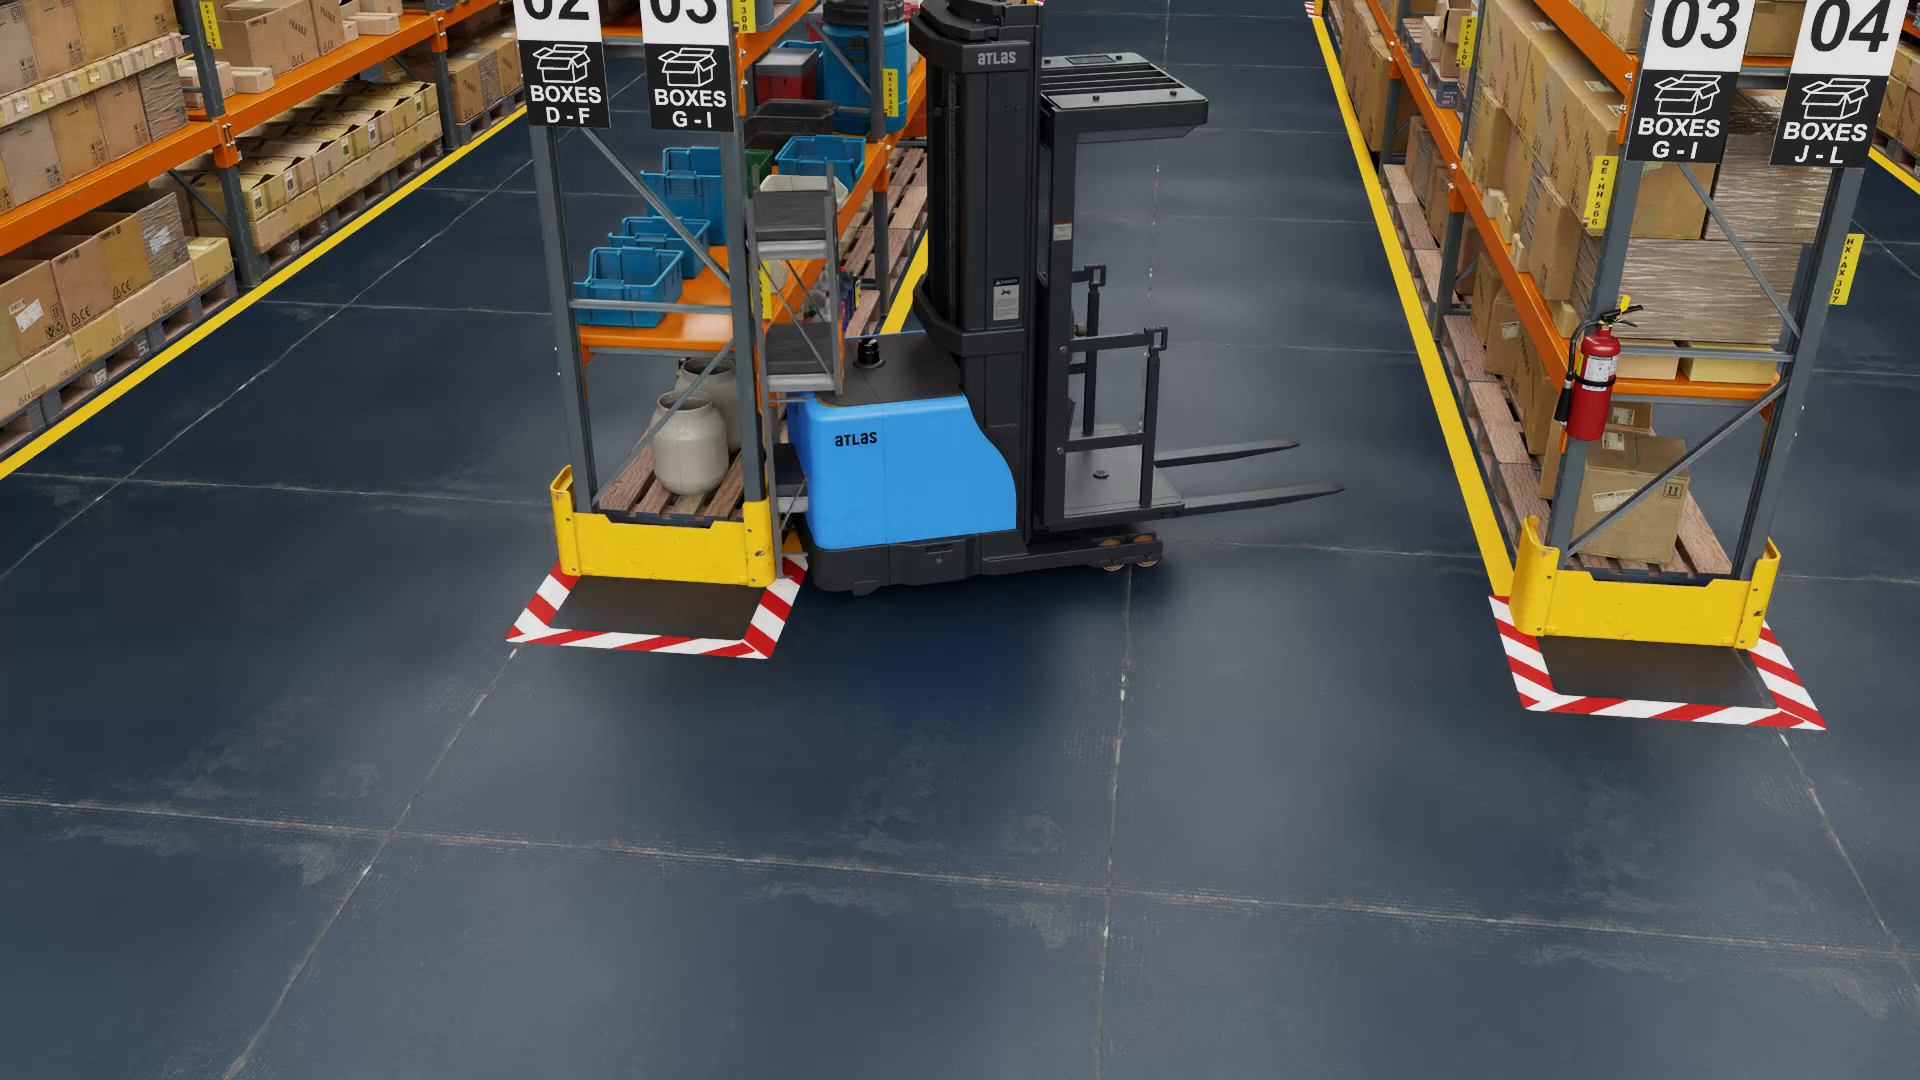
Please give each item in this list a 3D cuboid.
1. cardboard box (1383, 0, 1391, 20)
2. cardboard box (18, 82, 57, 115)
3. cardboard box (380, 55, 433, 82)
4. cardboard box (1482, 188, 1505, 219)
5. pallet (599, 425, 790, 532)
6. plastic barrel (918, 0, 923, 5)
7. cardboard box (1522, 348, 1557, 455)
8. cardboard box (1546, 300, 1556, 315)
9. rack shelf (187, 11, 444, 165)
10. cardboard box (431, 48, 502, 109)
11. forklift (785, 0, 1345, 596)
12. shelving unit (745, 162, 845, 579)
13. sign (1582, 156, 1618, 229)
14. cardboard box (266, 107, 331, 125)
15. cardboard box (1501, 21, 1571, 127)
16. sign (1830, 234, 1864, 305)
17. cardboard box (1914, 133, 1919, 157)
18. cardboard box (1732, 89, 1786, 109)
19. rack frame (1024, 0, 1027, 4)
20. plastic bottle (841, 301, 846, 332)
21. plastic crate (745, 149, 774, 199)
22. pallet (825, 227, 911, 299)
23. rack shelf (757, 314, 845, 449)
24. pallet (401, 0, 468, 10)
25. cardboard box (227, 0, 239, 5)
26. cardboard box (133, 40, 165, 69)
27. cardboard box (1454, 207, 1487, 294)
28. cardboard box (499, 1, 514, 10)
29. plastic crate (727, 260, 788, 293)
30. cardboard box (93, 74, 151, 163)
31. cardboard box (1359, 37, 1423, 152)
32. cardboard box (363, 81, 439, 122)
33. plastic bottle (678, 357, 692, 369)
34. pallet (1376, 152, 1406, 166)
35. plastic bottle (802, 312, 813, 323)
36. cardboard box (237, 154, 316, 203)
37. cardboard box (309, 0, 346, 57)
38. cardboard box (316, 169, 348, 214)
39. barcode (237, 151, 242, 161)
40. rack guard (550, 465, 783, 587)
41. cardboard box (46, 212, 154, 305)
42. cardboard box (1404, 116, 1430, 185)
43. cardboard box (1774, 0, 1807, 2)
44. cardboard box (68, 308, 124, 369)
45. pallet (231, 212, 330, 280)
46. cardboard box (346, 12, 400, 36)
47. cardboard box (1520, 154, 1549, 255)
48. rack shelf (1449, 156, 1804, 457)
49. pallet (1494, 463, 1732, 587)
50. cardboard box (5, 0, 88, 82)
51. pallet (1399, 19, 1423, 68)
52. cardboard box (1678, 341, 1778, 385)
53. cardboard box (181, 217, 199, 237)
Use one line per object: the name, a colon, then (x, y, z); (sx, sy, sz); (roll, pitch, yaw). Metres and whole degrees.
cardboard box: (4.261, -5.147, 15.536); (0.500, 0.500, 0.500); (3, 28, 6)
cardboard box: (-5.950, -2.783, 10.464); (0.380, 0.149, 0.250); (4, 29, 8)
cardboard box: (-5.570, -4.747, 17.070); (0.500, 0.500, 0.500); (4, 29, 8)
cardboard box: (3.425, -2.075, 10.204); (0.380, 0.149, 0.250); (3, 28, 6)
pallet: (-1.449, -0.337, 9.653); (1.003, 0.211, 1.213); (3, 28, 6)
plastic barrel: (-0.451, -4.463, 14.253); (0.421, 0.512, 0.421); (0, 28, 0)
cardboard box: (3.627, -0.811, 9.785); (0.500, 0.500, 0.500); (6, 29, 11)
cardboard box: (3.286, -1.247, 8.667); (0.380, 0.149, 0.250); (3, 28, 6)
rack shelf: (-5.697, -3.941, 14.162); (1.077, 0.370, 4.000); (3, 28, 6)
cardboard box: (-5.054, -4.737, 17.052); (0.500, 0.500, 0.500); (2, 28, 4)
forklift: (0.610, -1.362, 8.687); (3.031, 2.935, 1.130); (-7, 29, -12)
shelving unit: (-0.800, -0.826, 8.515); (0.431, 2.100, 0.503); (-2, 32, -2)
sign: (2.851, -1.547, 7.405); (0.100, 0.325, 0.005); (3, 28, 6)
cardboard box: (-5.928, -3.704, 14.827); (0.500, 0.311, 0.500); (3, 28, 5)
cardboard box: (3.460, -2.687, 9.601); (0.500, 0.500, 0.500); (3, 28, 6)
sign: (3.937, -1.206, 7.413); (0.100, 0.325, 0.005); (3, 28, 6)
cardboard box: (9.111, -3.696, 15.140); (0.500, 0.500, 0.500); (3, 28, 6)
cardboard box: (3.805, -1.950, 8.233); (0.500, 0.500, 0.500); (3, 28, 6)
rack frame: (0.444, -8.676, 22.191); (1.000, 3.000, 0.127); (3, 28, 6)
plastic bottle: (-0.822, -1.536, 11.338); (0.061, 0.283, 0.133); (5, 29, 10)
plastic crate: (-1.473, -2.311, 10.601); (0.450, 0.188, 0.662); (3, 28, 6)
pallet: (-0.969, -2.171, 13.058); (1.003, 0.211, 1.213); (3, 28, 6)
rack shelf: (-0.800, -0.814, 8.522); (0.431, 0.518, 0.480); (-2, 32, -2)
pallet: (-5.439, -5.438, 16.384); (1.213, 0.211, 1.003); (3, 28, 6)
cardboard box: (-9.621, -7.035, 21.339); (0.700, 0.500, 0.500); (3, 28, 6)
cardboard box: (-5.795, -3.390, 11.590); (0.380, 0.149, 0.250); (3, 28, 5)
cardboard box: (3.986, -2.120, 12.195); (0.700, 0.500, 0.500); (1, 28, 2)
cardboard box: (-5.263, -5.962, 19.326); (0.500, 0.500, 0.500); (2, 28, 4)
plastic crate: (-1.088, -1.431, 9.021); (0.298, 0.136, 0.250); (3, 28, 6)
cardboard box: (-6.048, -2.903, 11.370); (0.700, 0.500, 0.500); (3, 28, 6)
cardboard box: (4.484, -4.195, 15.672); (1.225, 0.875, 0.875); (2, 28, 4)
cardboard box: (-5.272, -4.160, 15.674); (0.500, 0.311, 0.500); (4, 29, 8)
plastic bottle: (-1.731, -1.088, 10.507); (0.061, 0.283, 0.133); (4, 29, 7)
pallet: (4.551, -3.761, 16.009); (1.003, 0.211, 1.213); (3, 28, 6)
plastic bottle: (-1.012, -1.392, 11.072); (0.061, 0.283, 0.133); (3, 28, 6)
cardboard box: (-5.578, -2.953, 13.434); (0.500, 0.311, 0.500); (3, 28, 6)
cardboard box: (-5.641, -4.453, 14.247); (0.500, 0.500, 0.500); (2, 28, 3)
cardboard box: (-5.522, -2.951, 14.022); (0.500, 0.250, 0.500); (3, 28, 5)
barcode: (-5.498, -2.929, 12.683); (0.001, 0.075, 0.075); (3, 28, 6)
rack guard: (-1.554, -0.082, 8.876); (1.175, 0.500, 0.348); (3, 28, 6)
cardboard box: (-5.912, -1.920, 11.317); (0.500, 0.500, 0.500); (3, 28, 6)
cardboard box: (4.317, -3.399, 14.568); (0.700, 0.500, 0.500); (2, 28, 4)
cardboard box: (3.662, -2.403, 7.122); (0.380, 0.149, 0.250); (3, 28, 6)
cardboard box: (-5.960, -1.354, 11.057); (0.500, 0.250, 0.500); (3, 28, 6)
pallet: (-5.891, -2.438, 13.553); (1.003, 0.211, 1.213); (3, 28, 6)
cardboard box: (-5.288, -4.650, 14.983); (0.380, 0.149, 0.250); (3, 28, 6)
cardboard box: (3.540, -1.764, 8.942); (0.875, 0.500, 0.500); (3, 28, 6)
rack shelf: (3.644, -1.481, 9.595); (1.077, 0.370, 4.000); (3, 28, 6)
pallet: (3.543, -0.045, 9.111); (1.003, 0.211, 1.213); (3, 28, 6)
cardboard box: (-6.113, -3.249, 10.645); (0.700, 0.500, 0.500); (3, 28, 6)
pallet: (4.398, -4.196, 14.078); (1.213, 0.211, 1.003); (3, 28, 6)
cardboard box: (3.670, -0.866, 7.960); (0.380, 0.149, 0.250); (3, 28, 6)
cardboard box: (-6.179, -2.503, 13.190); (0.500, 0.250, 0.500); (3, 28, 6)
